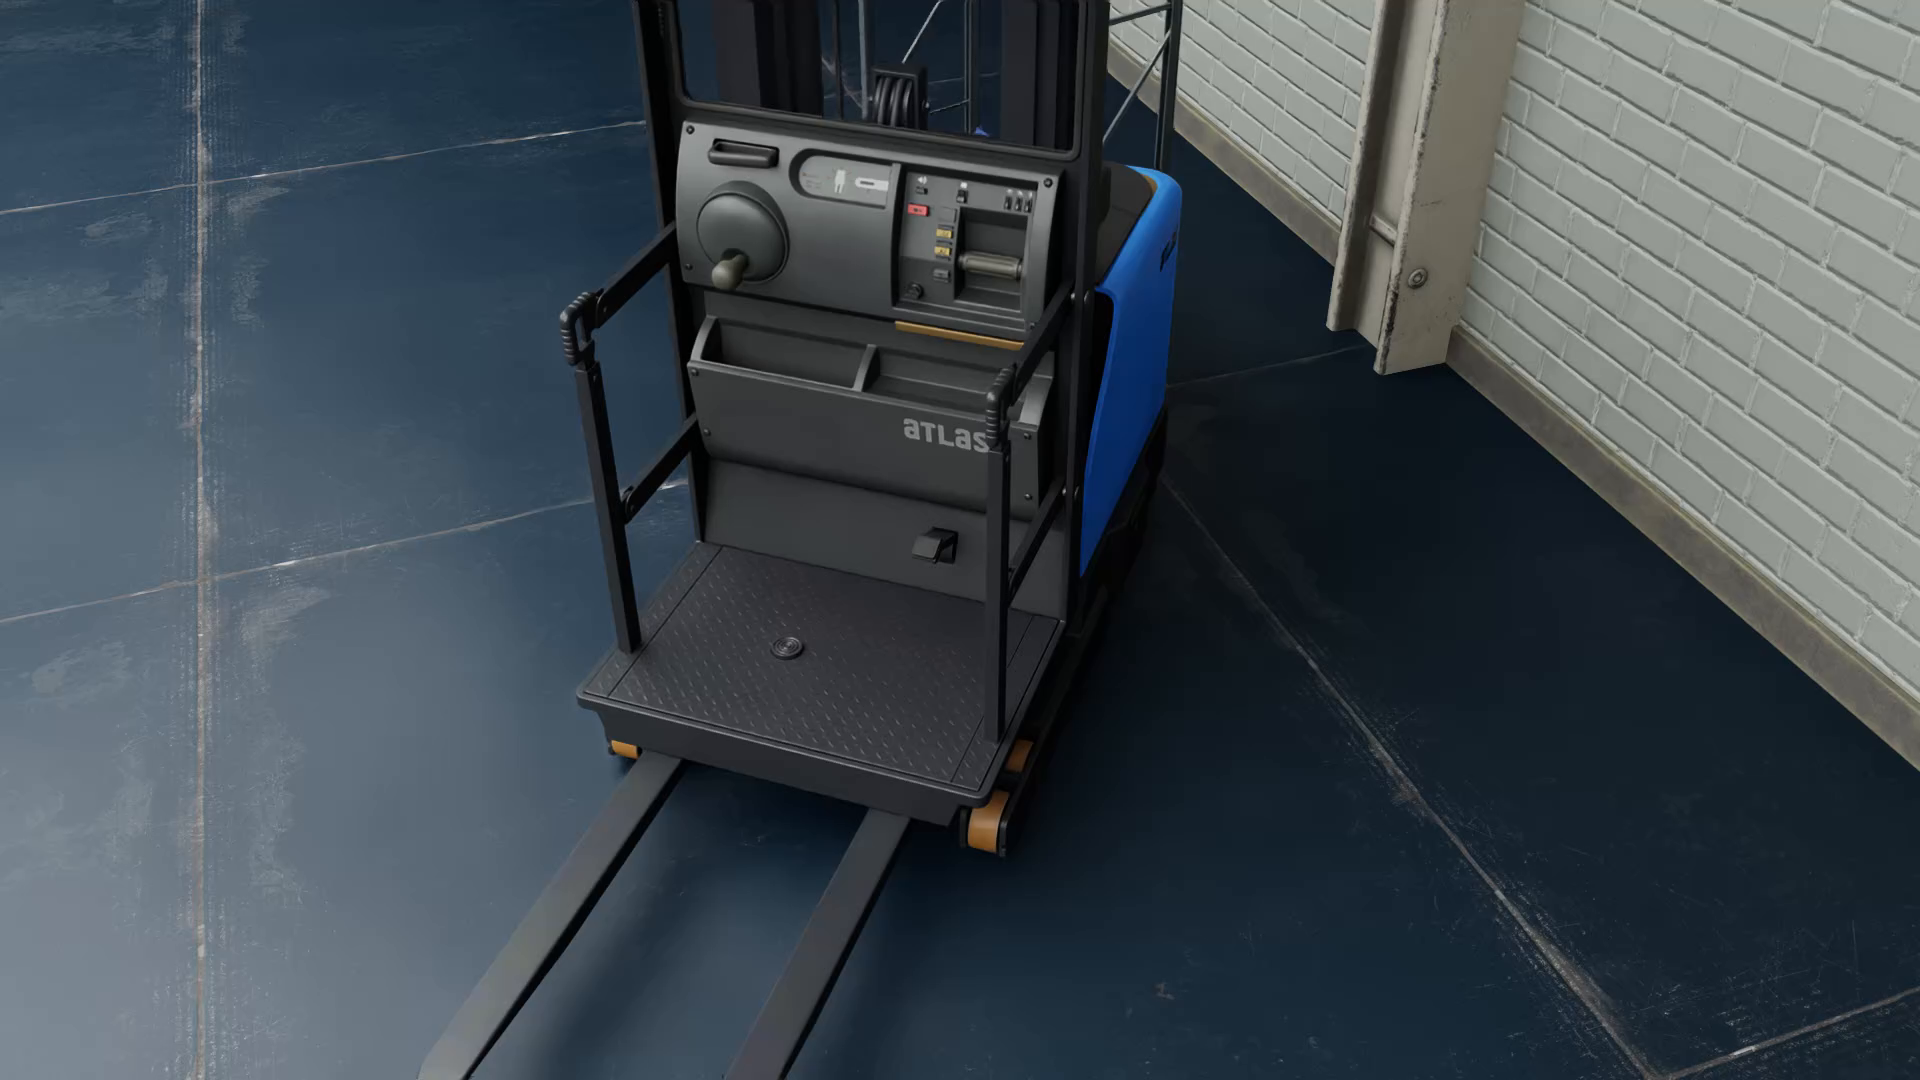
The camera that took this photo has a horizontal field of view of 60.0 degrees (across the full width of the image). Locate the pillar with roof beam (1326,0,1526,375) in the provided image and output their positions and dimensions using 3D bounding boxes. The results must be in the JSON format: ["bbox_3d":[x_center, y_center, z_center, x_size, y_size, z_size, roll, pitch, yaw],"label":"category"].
[{"bbox_3d":[-2.437,-3.445,2.344,9.100,9.000,0.400,-12,39,-16],"label":"pillar with roof beam"}]

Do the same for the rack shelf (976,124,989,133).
[{"bbox_3d":[0.172,-1.152,5.832,0.538,0.185,1.000,-25,43,-29],"label":"rack shelf"}]

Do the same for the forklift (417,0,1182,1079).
[{"bbox_3d":[-0.296,-0.661,3.692,1.130,2.935,3.031,12,39,15],"label":"forklift"}]

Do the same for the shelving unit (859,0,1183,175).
[{"bbox_3d":[0.172,-1.296,5.723,0.538,1.500,1.048,-25,43,-29],"label":"shelving unit"}]

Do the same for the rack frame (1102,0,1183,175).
[{"bbox_3d":[0.480,-1.052,5.401,0.500,1.500,0.032,-25,43,-29],"label":"rack frame"}]

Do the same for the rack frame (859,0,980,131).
[{"bbox_3d":[-0.136,-1.539,6.046,0.500,1.500,0.032,-25,43,-29],"label":"rack frame"}]
